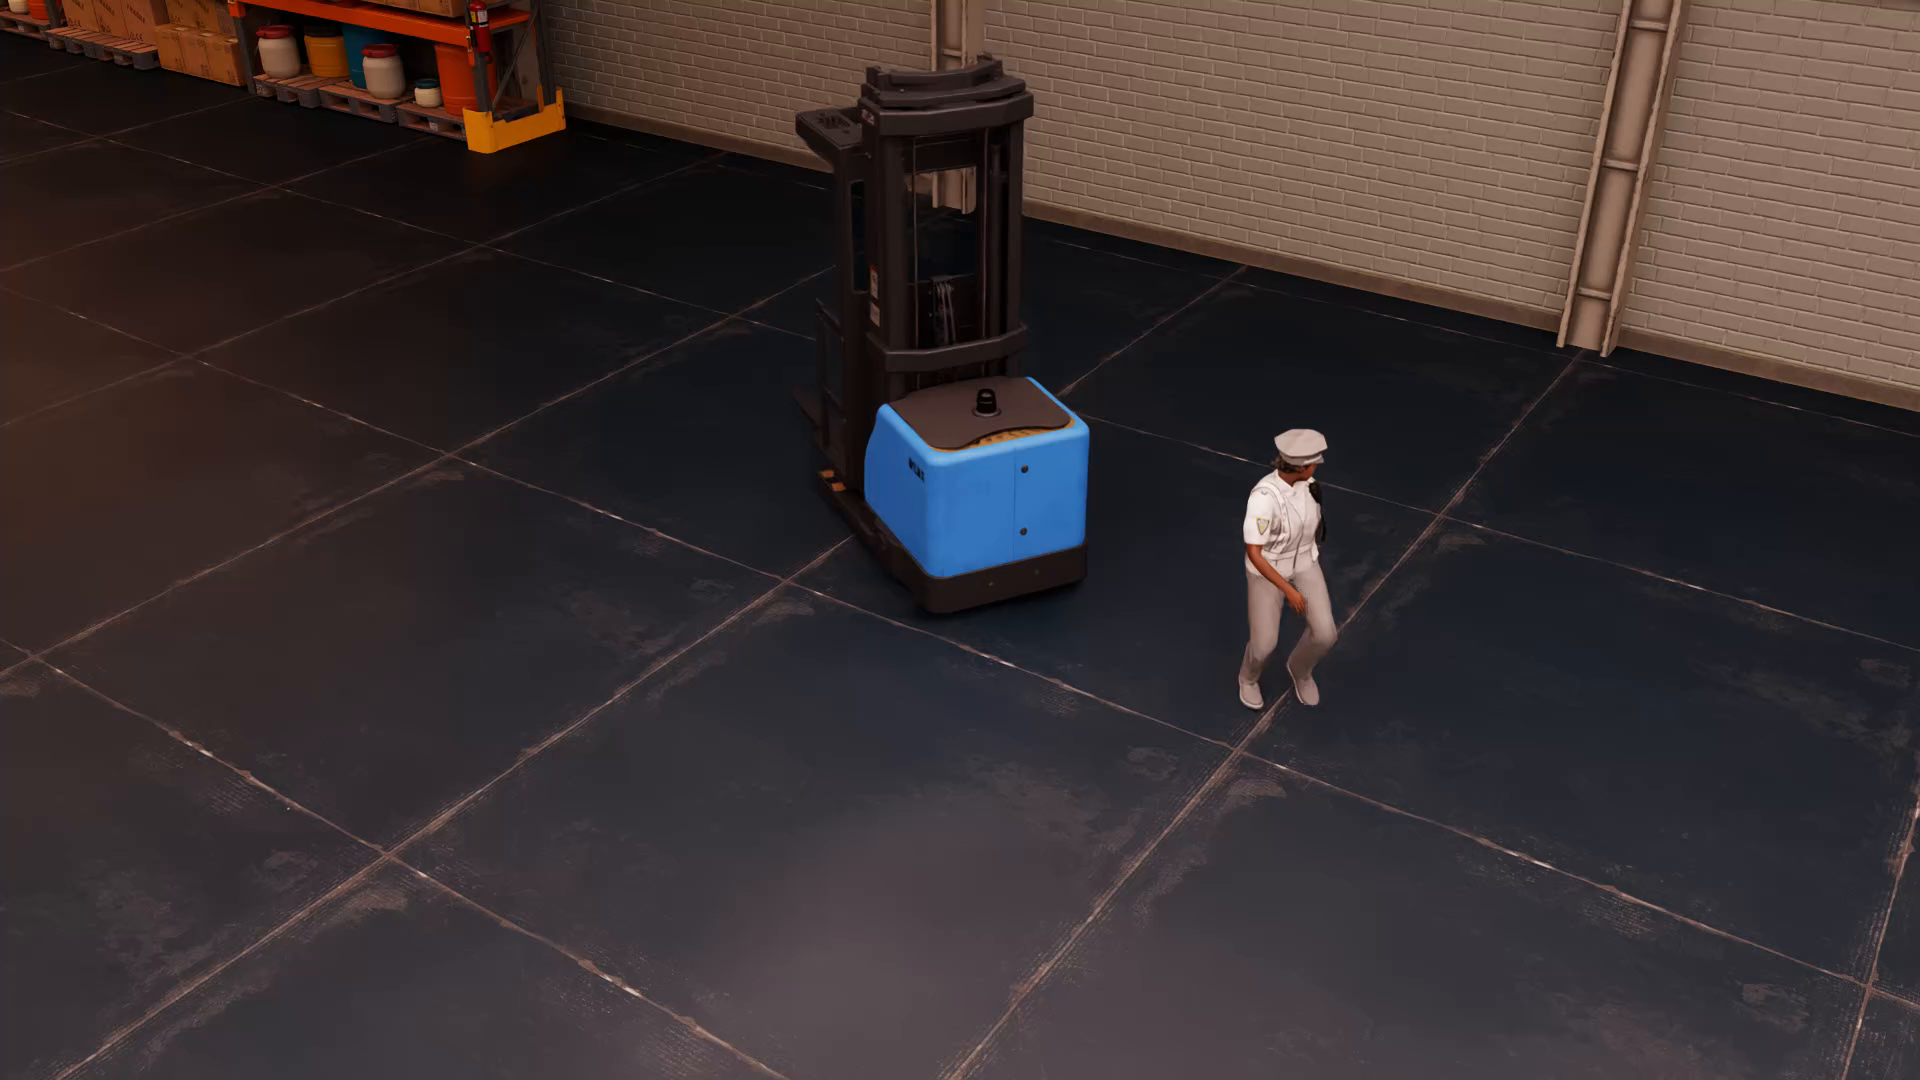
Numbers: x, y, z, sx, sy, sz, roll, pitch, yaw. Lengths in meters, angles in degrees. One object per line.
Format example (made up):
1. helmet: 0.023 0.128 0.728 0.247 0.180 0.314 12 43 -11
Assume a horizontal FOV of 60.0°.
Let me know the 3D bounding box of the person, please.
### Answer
1. person: 1.703 0.174 8.653 0.633 1.613 0.681 -11 32 -18

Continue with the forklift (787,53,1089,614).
1. forklift: -0.314 -1.561 10.269 1.130 2.935 3.031 -13 33 -21
